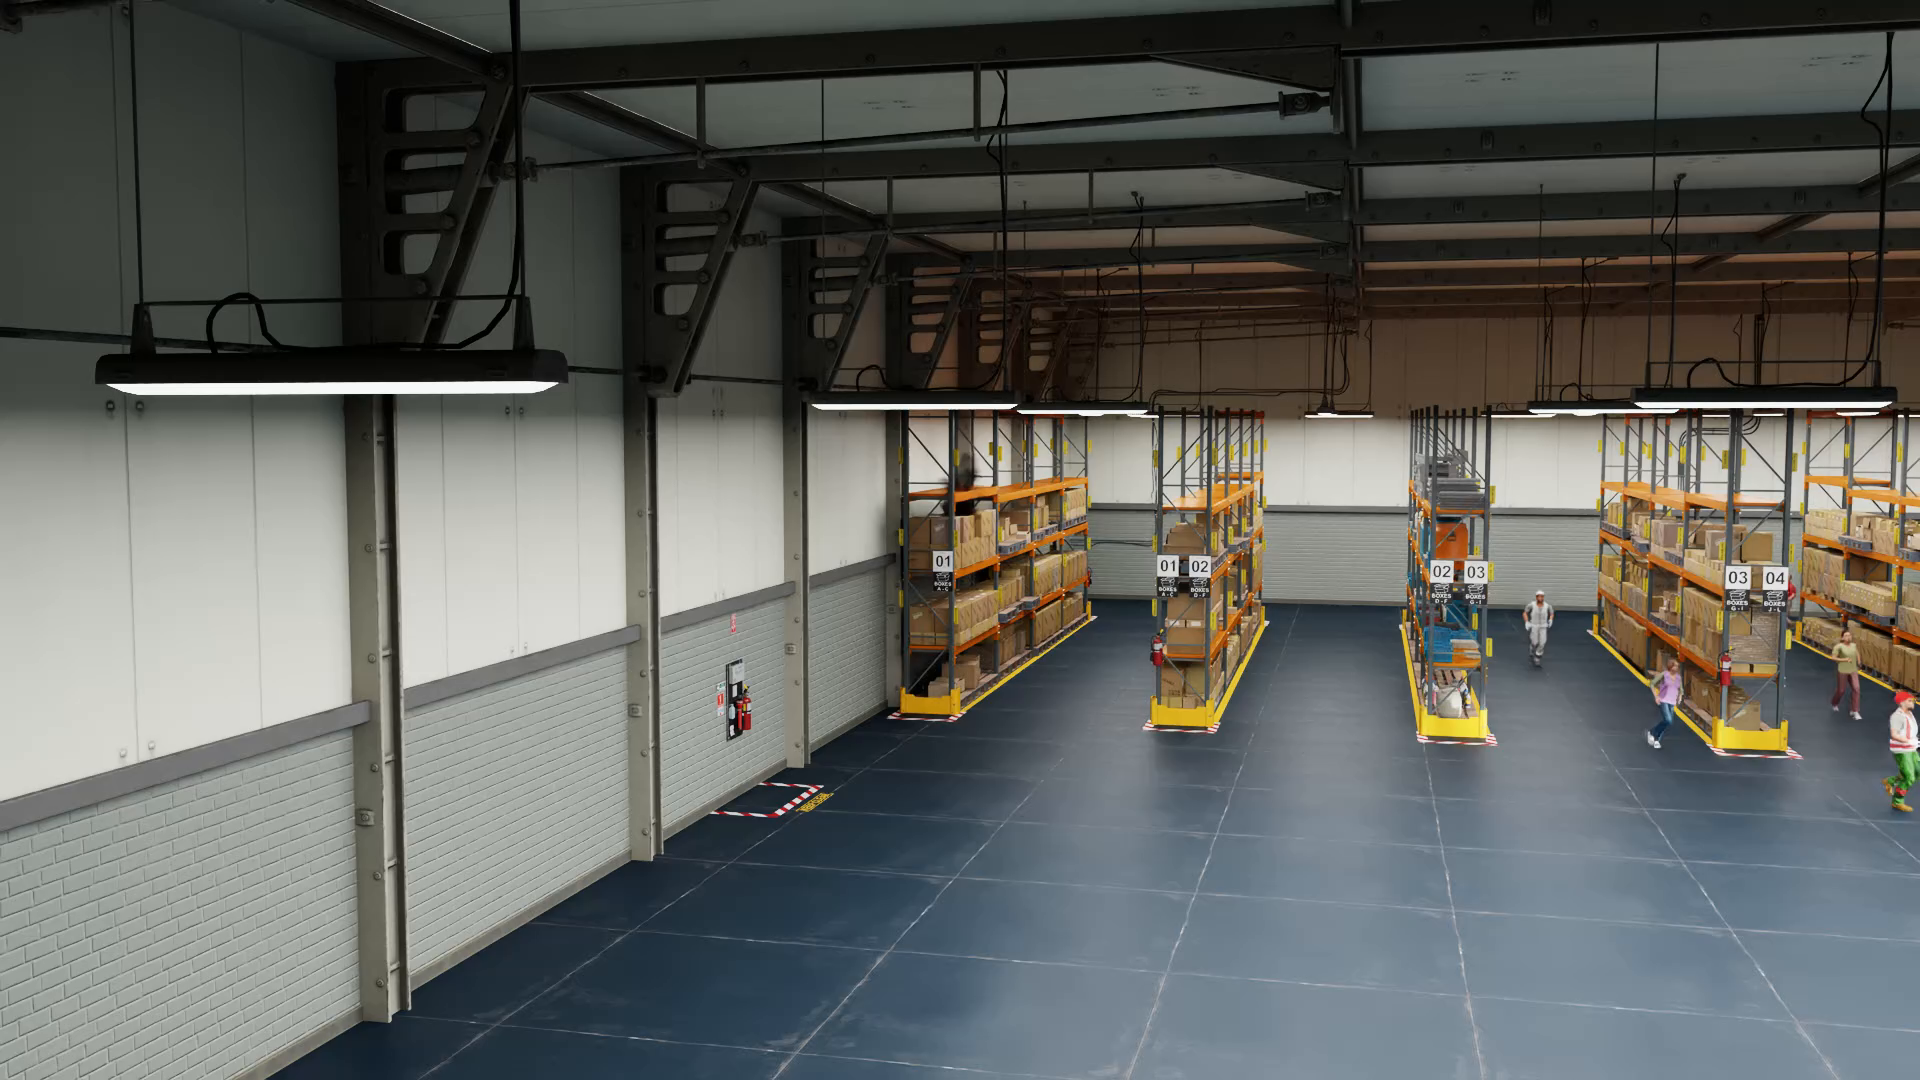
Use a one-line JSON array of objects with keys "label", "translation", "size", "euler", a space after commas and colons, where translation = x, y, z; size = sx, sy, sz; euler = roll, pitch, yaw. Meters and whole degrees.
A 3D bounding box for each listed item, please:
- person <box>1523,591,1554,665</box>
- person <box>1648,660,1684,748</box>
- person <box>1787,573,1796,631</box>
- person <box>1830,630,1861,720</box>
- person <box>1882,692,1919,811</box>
[{"label": "person", "translation": [13.551, 2.059, 38.866], "size": [0.668, 1.749, 0.556], "euler": [1, 4, 8]}, {"label": "person", "translation": [12.370, 2.862, 29.043], "size": [0.575, 1.547, 0.509], "euler": [-1, 4, -12]}, {"label": "person", "translation": [21.972, 1.723, 44.250], "size": [0.658, 1.697, 0.710], "euler": [0, 4, -7]}, {"label": "person", "translation": [17.168, 2.578, 32.177], "size": [0.580, 1.674, 0.956], "euler": [0, 4, 6]}, {"label": "person", "translation": [13.887, 3.098, 24.454], "size": [0.701, 1.742, 0.609], "euler": [-4, 6, -42]}]
